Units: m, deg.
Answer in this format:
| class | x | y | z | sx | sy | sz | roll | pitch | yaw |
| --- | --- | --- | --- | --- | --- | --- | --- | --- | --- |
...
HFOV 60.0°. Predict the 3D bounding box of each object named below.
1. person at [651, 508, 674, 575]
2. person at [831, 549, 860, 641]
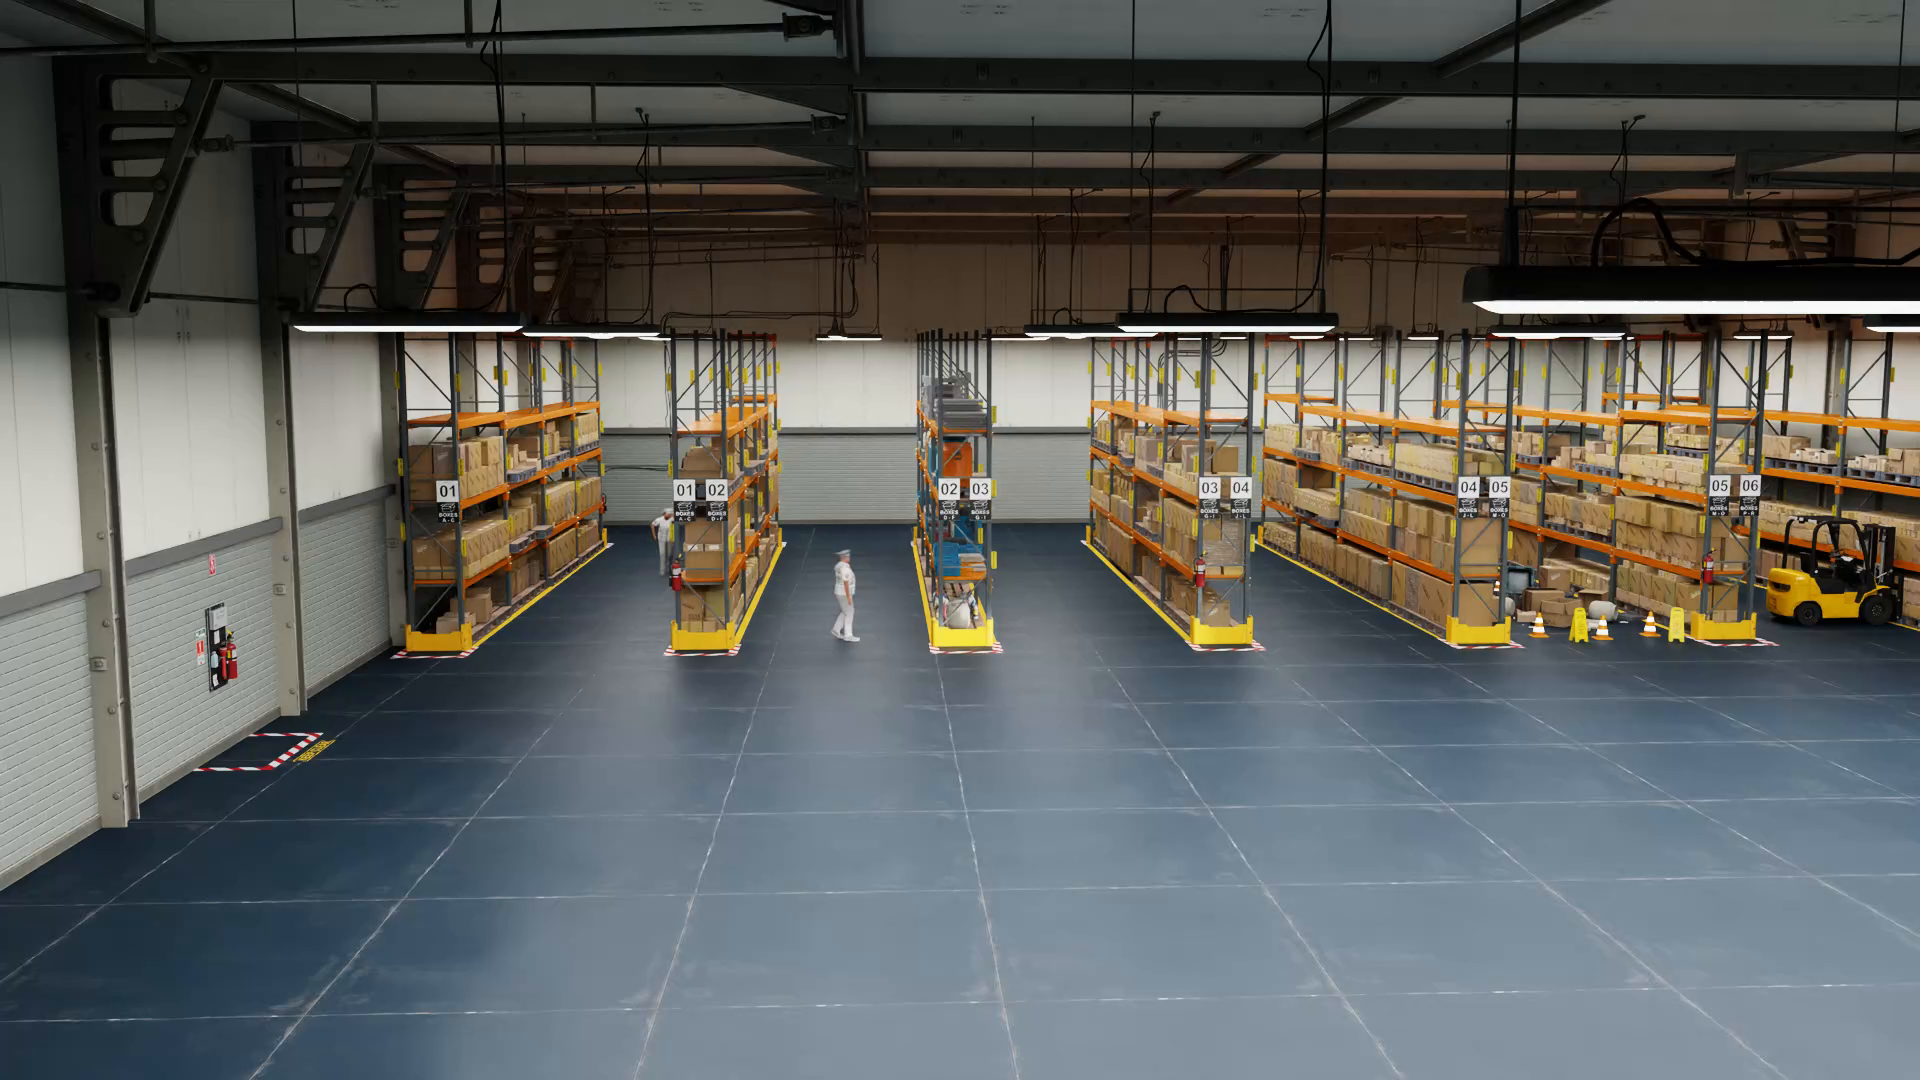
| class | x | y | z | sx | sy | sz | roll | pitch | yaw |
| --- | --- | --- | --- | --- | --- | --- | --- | --- | --- |
| person | -7.360 | 0.016 | 41.322 | 0.632 | 1.617 | 1.028 | 0 | 7 | -2 |
| person | -2.219 | 1.074 | 32.221 | 0.528 | 1.788 | 0.609 | -2 | 7 | -13 |
